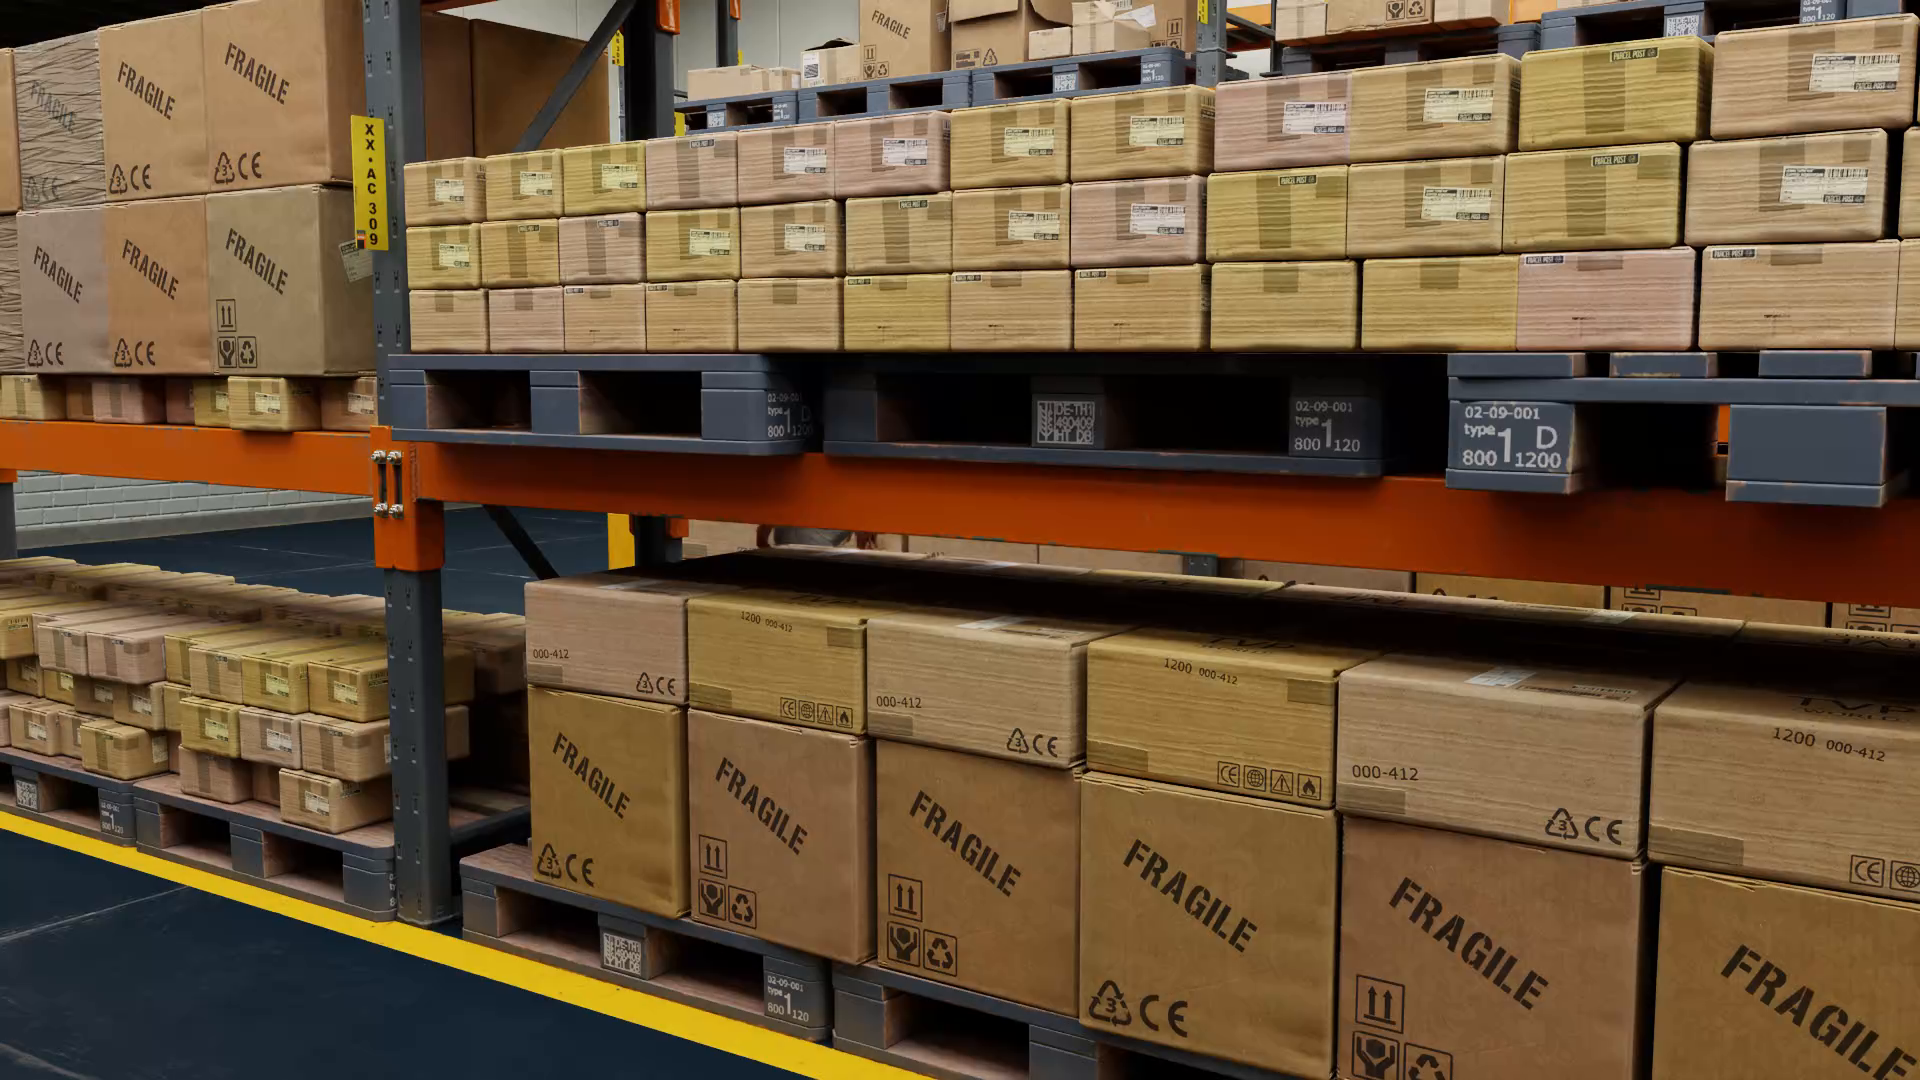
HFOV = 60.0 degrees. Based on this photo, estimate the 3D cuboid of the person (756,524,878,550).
[{"bbox_3d":[-0.542,-0.124,6.698,0.857,1.739,0.564,3,7,27],"label":"person"}]
